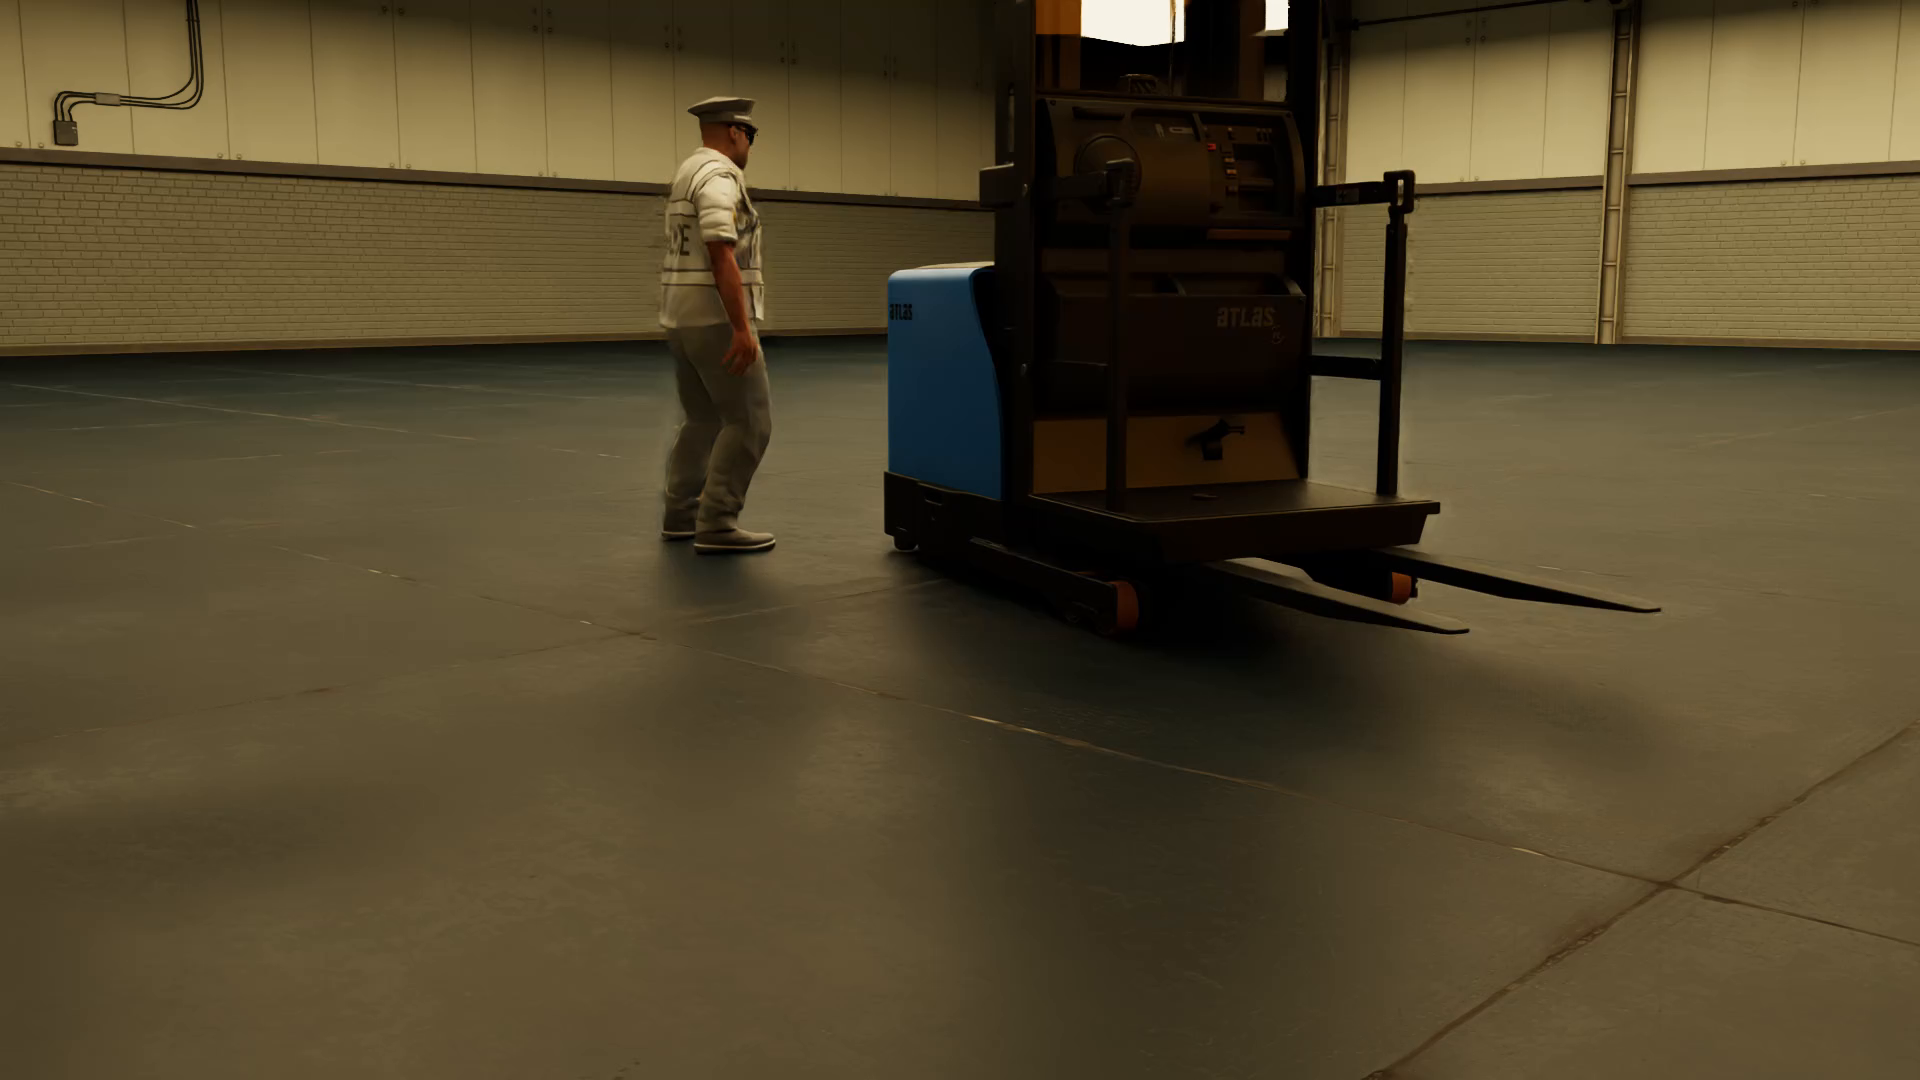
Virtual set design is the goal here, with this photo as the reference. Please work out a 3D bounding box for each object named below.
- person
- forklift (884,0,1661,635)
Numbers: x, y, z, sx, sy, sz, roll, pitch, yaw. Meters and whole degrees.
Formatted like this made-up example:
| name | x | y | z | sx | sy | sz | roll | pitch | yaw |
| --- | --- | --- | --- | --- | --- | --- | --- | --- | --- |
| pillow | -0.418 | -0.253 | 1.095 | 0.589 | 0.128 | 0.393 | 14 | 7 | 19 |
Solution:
| name | x | y | z | sx | sy | sz | roll | pitch | yaw |
| --- | --- | --- | --- | --- | --- | --- | --- | --- | --- |
| person | -0.959 | -0.830 | 6.434 | 0.384 | 1.728 | 0.790 | -4 | 10 | -26 |
| forklift | 0.789 | -1.243 | 5.128 | 1.130 | 2.935 | 3.031 | -4 | 9 | -25 |
